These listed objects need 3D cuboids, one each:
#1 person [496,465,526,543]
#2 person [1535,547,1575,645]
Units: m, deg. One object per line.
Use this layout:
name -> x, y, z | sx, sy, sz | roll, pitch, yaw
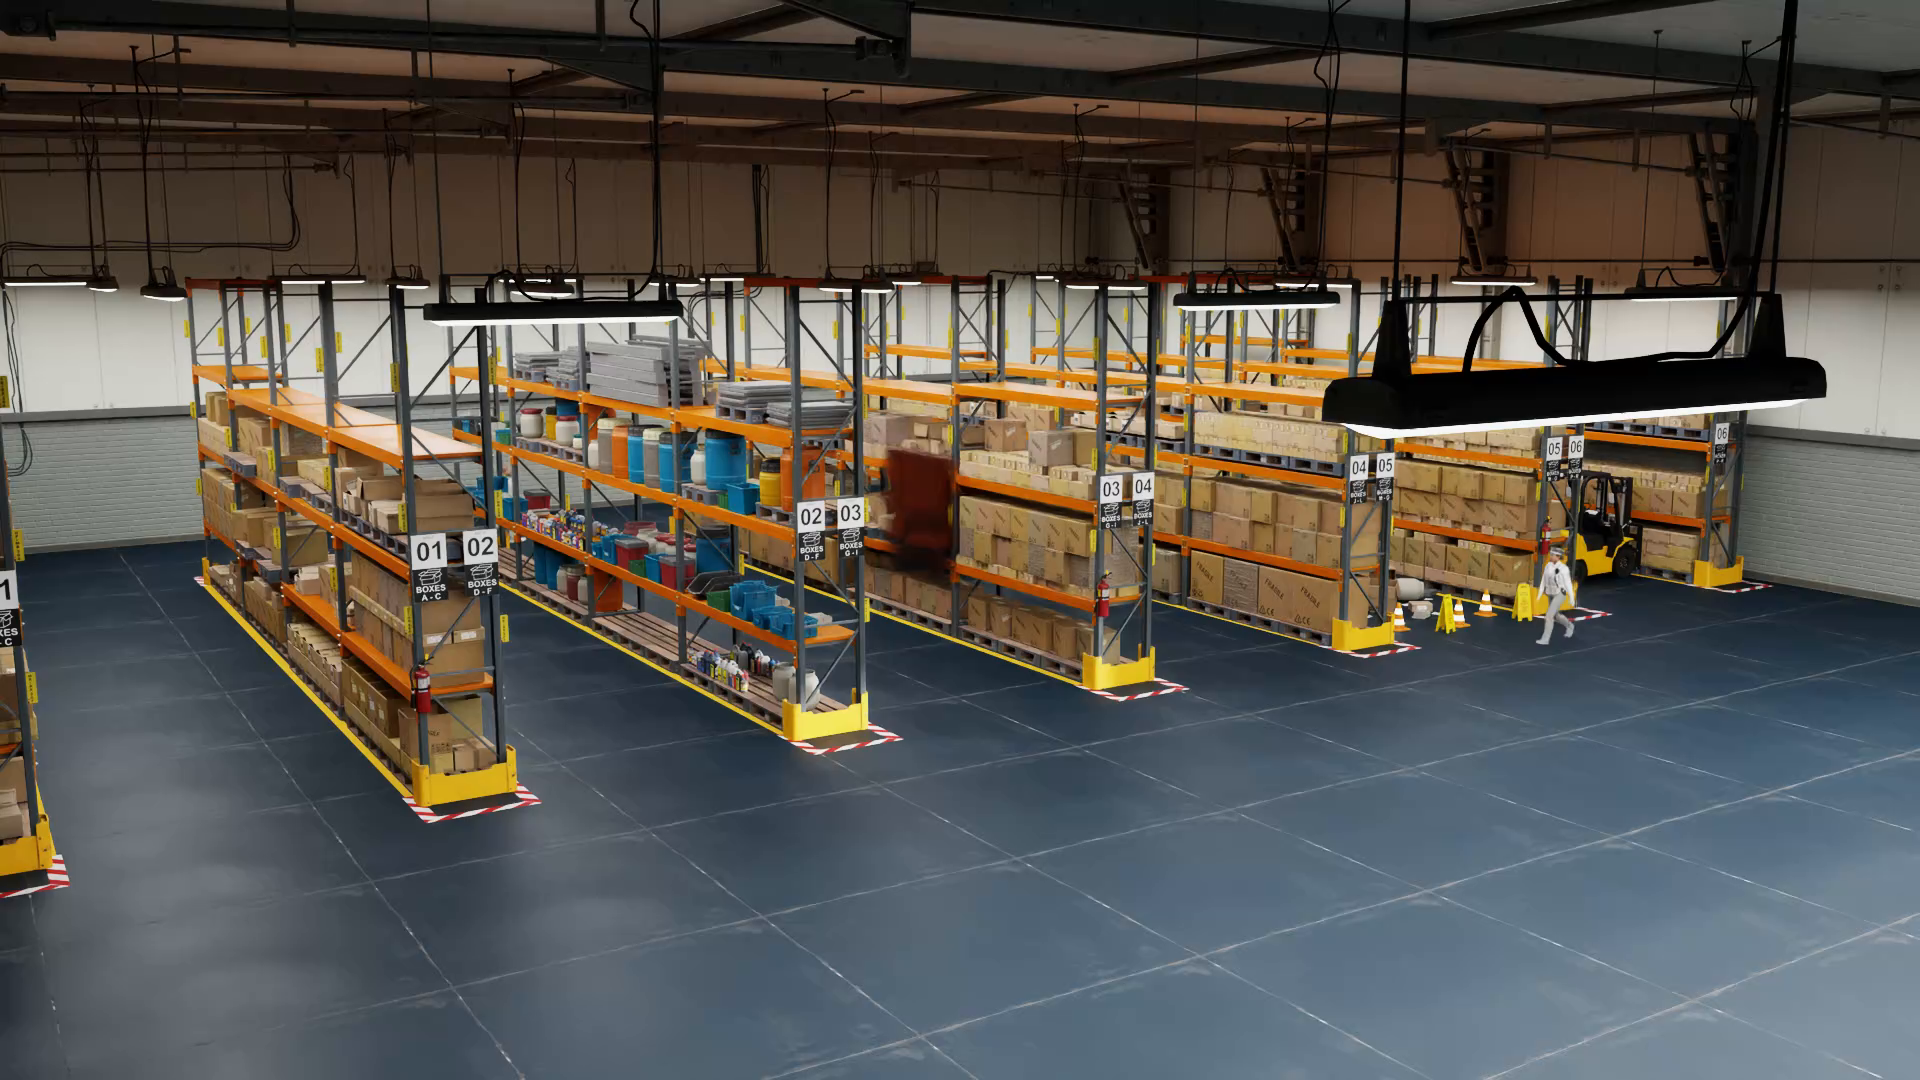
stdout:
person -> -10.263, -0.821, 37.500 | 0.833, 1.758, 0.534 | -6, 11, -30
person -> 9.943, 0.905, 27.708 | 0.967, 1.618, 0.542 | -5, 11, -27
